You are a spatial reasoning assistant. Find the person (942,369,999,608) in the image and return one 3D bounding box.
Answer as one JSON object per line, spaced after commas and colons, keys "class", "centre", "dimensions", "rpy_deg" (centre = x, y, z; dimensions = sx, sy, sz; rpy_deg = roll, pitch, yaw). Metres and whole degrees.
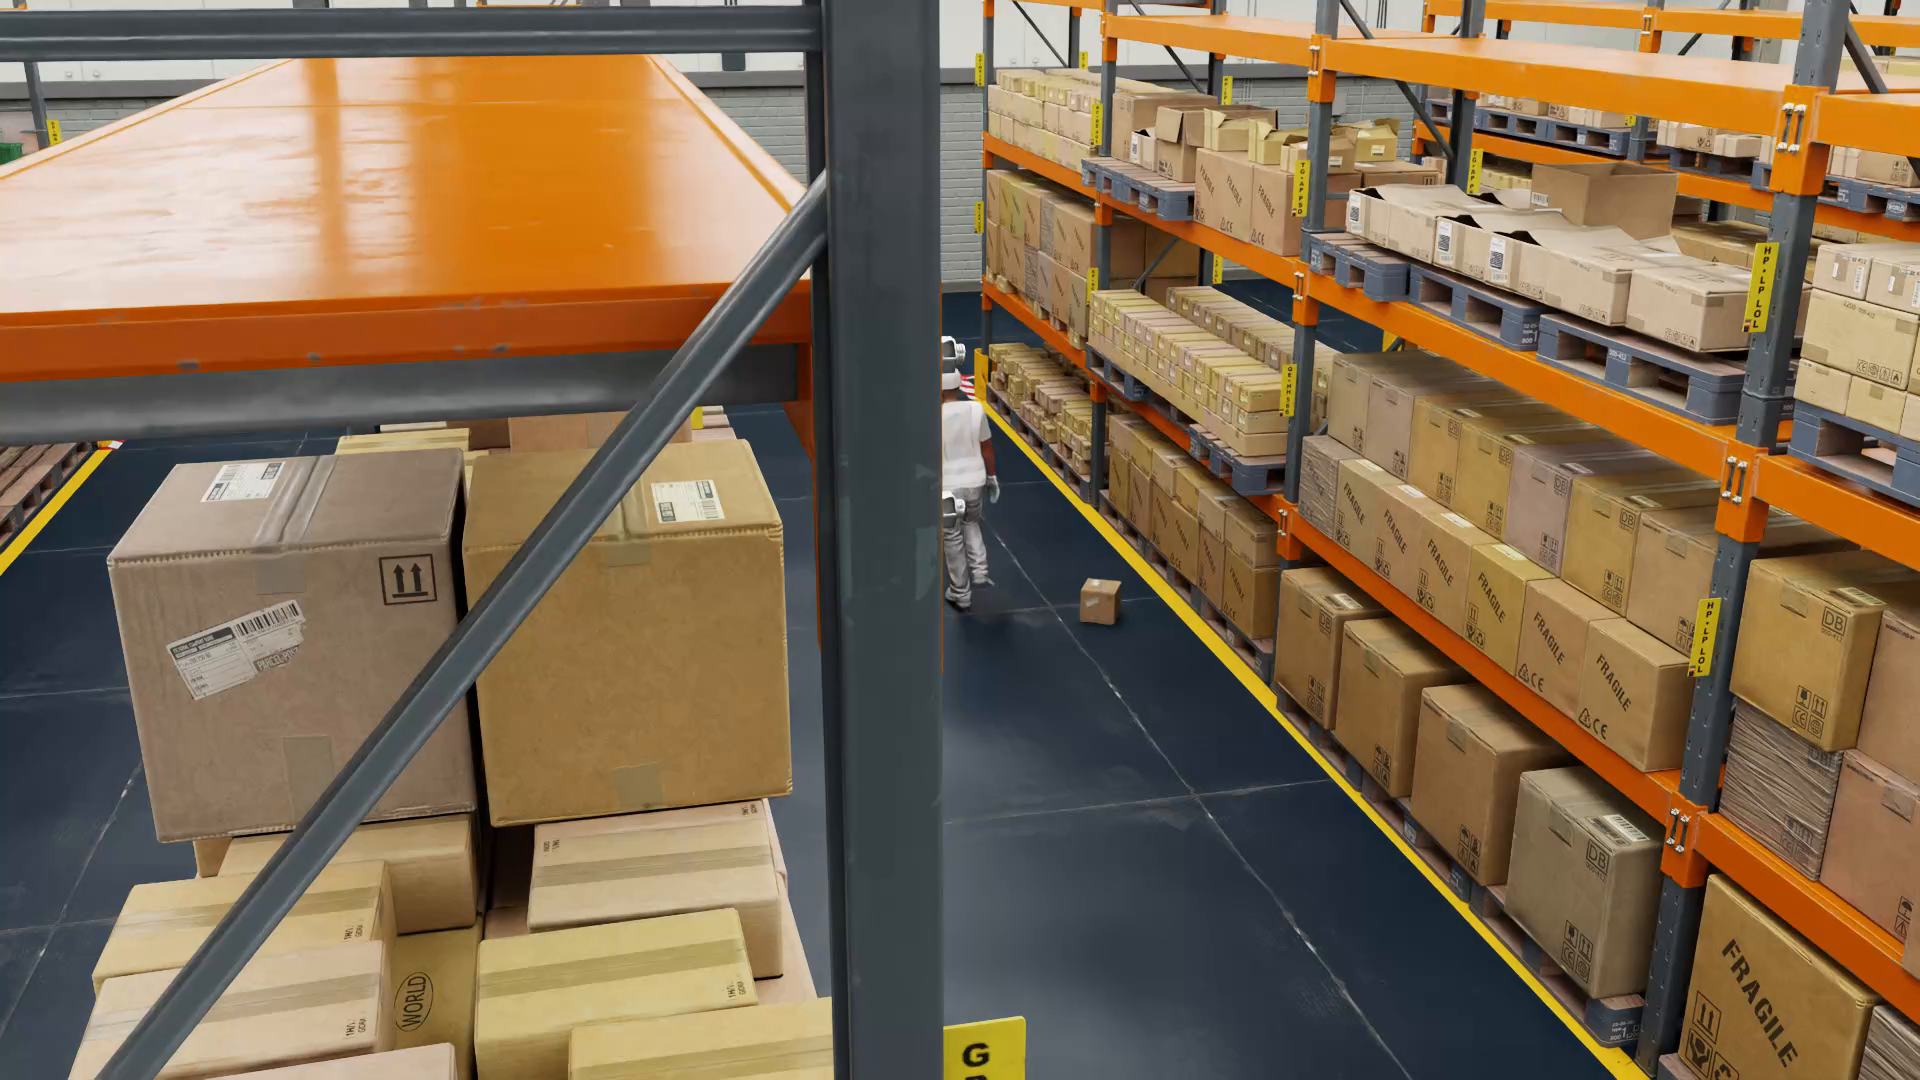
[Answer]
{"class": "person", "centre": [-0.033, -0.403, 12.131], "dimensions": [0.597, 1.768, 0.469], "rpy_deg": [-8, 21, -21]}
